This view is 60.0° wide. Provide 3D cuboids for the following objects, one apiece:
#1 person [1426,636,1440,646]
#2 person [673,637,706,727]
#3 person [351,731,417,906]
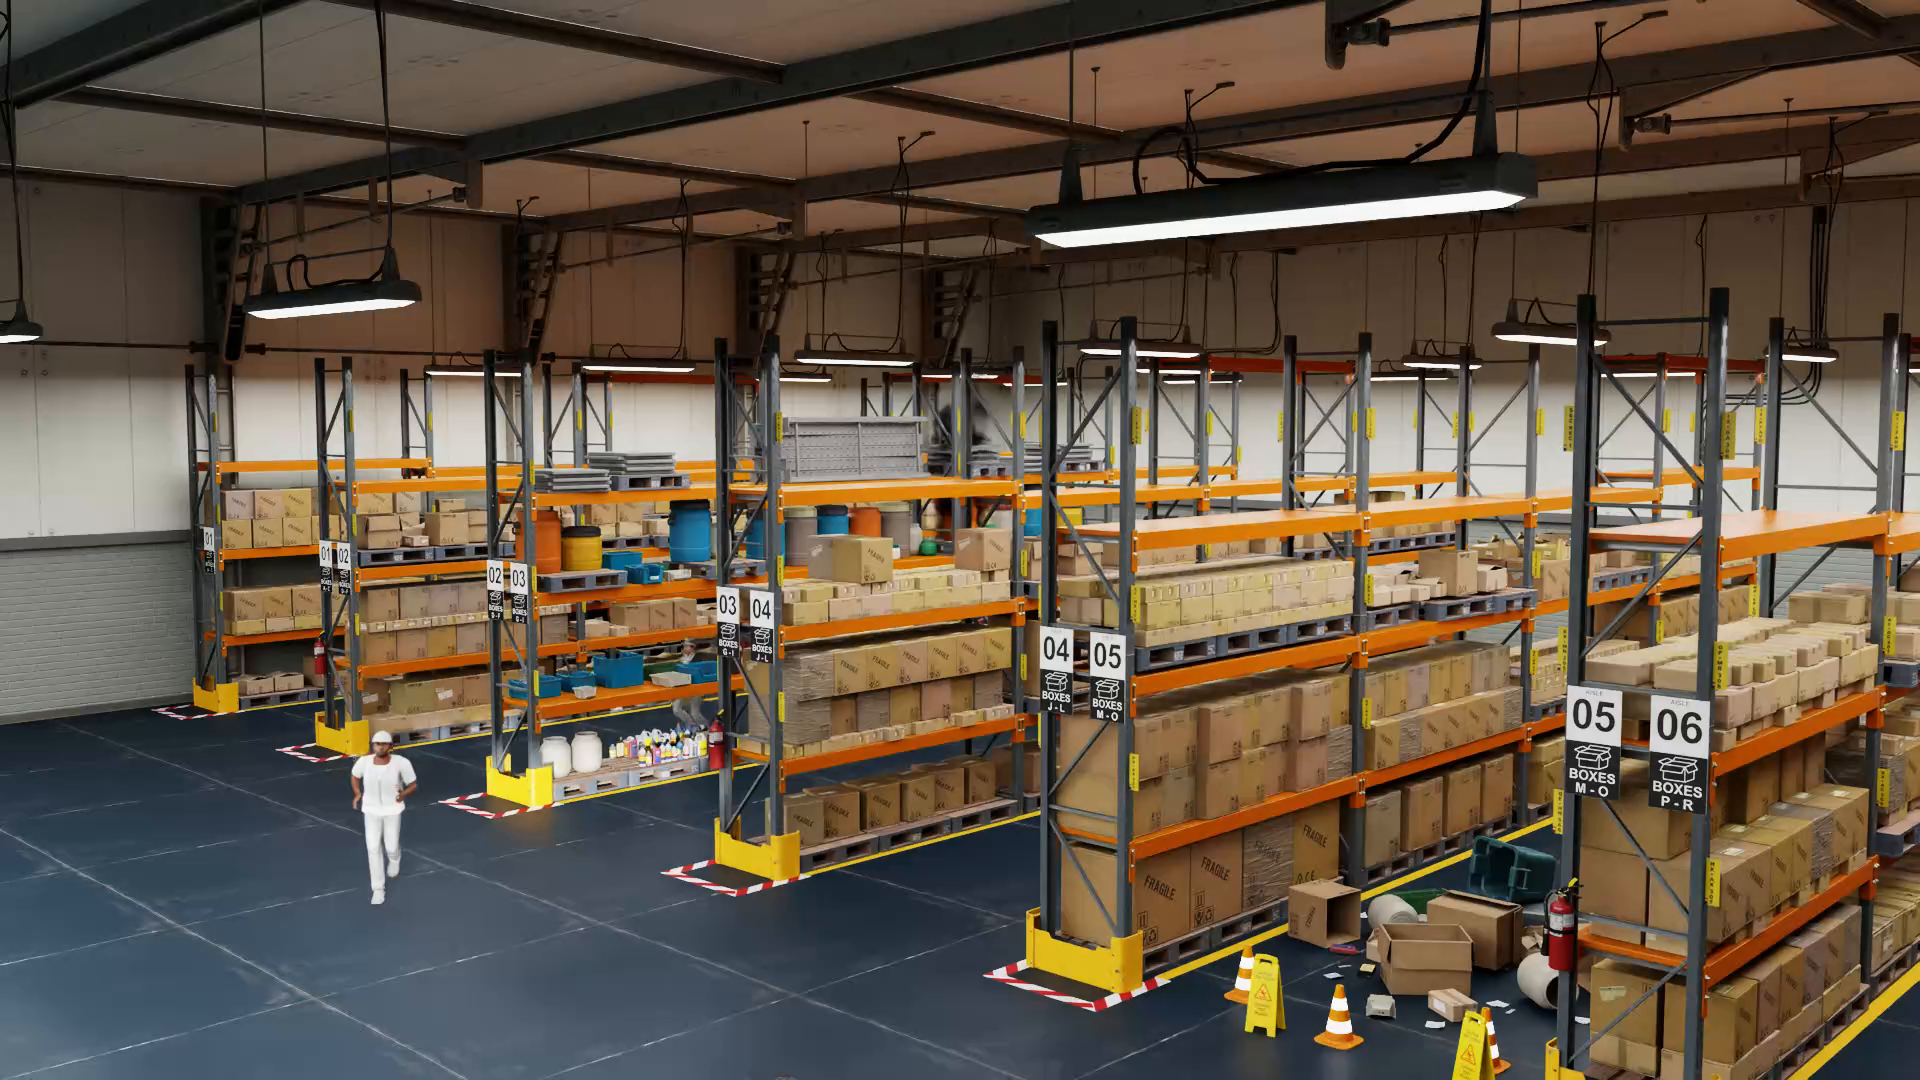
[{"bbox_3d":[7.463,2.278,26.304,0.606,1.685,0.938,3,5,34],"label":"person"},{"bbox_3d":[-4.248,2.332,26.043,0.583,1.642,0.700,3,6,37],"label":"person"},{"bbox_3d":[-6.169,2.917,17.797,0.700,1.773,0.937,-1,4,-13],"label":"person"}]
